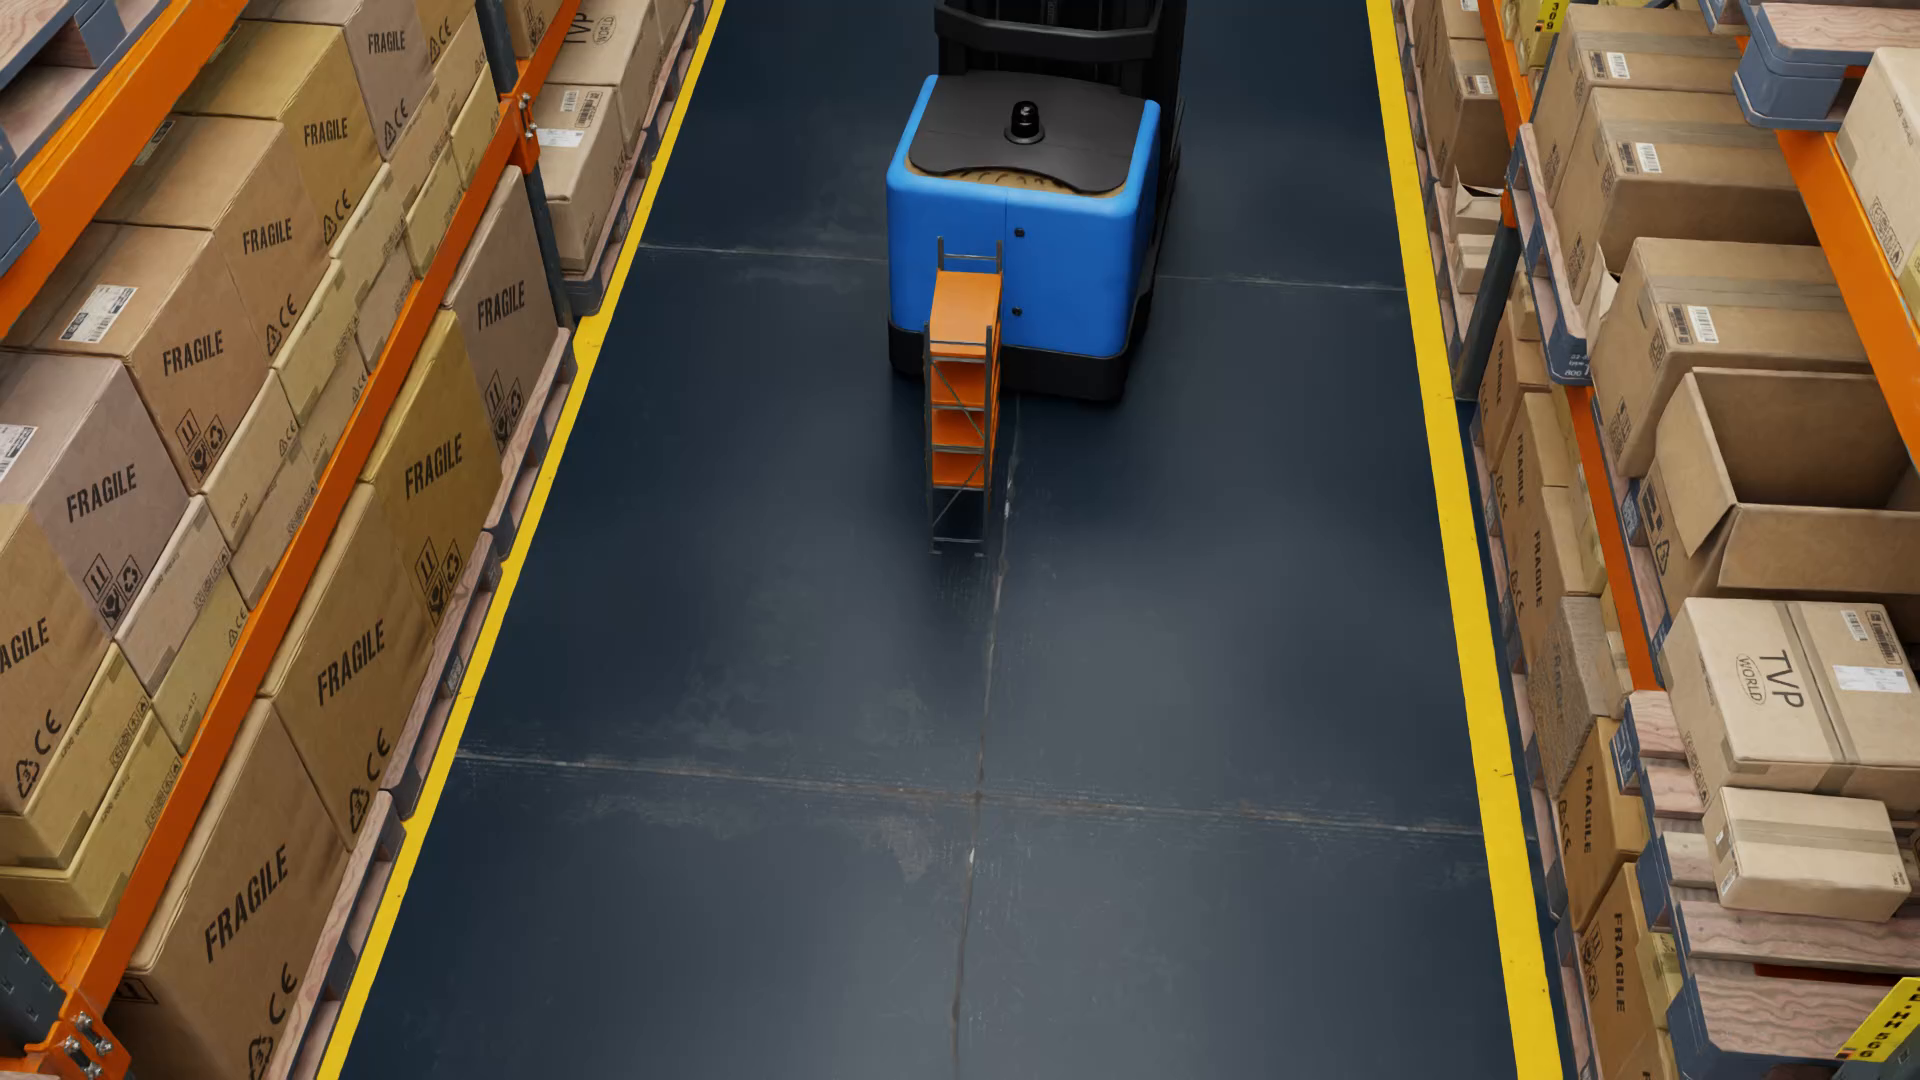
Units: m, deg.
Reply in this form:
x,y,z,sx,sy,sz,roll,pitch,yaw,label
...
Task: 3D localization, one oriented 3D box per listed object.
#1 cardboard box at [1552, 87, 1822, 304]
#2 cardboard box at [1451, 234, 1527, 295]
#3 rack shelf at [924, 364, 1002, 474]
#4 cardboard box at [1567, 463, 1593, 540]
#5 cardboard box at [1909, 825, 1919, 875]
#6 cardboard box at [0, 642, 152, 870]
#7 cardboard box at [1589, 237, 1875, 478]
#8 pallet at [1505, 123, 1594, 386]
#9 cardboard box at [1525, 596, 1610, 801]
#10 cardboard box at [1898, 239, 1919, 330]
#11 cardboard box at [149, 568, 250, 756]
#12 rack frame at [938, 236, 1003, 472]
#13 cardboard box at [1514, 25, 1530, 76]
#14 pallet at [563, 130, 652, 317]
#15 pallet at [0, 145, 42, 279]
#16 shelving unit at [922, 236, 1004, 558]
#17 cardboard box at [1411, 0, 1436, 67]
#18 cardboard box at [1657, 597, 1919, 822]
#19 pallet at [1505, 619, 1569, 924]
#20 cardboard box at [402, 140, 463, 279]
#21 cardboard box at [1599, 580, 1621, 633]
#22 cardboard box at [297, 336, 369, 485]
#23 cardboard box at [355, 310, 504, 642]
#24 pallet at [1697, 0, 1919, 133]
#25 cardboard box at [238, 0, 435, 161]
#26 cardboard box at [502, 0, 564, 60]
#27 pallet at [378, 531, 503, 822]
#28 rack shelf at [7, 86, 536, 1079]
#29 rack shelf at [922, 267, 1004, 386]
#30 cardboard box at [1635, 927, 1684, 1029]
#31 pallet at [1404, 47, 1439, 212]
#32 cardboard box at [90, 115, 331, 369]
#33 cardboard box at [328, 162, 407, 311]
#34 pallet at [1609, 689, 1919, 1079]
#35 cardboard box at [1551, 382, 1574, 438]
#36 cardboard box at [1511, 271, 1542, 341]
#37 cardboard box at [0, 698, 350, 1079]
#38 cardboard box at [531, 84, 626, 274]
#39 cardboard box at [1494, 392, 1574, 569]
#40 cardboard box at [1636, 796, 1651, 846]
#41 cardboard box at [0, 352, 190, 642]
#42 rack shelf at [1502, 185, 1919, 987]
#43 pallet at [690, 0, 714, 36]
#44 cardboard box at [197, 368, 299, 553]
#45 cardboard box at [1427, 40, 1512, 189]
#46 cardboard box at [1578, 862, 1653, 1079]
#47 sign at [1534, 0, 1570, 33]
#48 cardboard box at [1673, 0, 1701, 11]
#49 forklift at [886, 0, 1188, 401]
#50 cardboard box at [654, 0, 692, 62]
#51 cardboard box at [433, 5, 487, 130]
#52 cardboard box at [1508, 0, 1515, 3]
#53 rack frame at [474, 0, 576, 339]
x,y,z,sx,sy,sz,roll,pitch,yaw,label
2.363,-1.088,5.360,0.700,0.500,0.500,4,48,4,cardboard box
2.436,-1.242,7.501,0.380,0.149,0.250,3,48,2,cardboard box
0.015,-0.481,6.468,0.258,0.148,0.480,4,48,4,rack shelf
2.348,-0.123,5.800,0.380,0.149,0.250,4,48,3,cardboard box
2.515,0.763,3.667,0.500,0.500,0.500,6,48,5,cardboard box
-2.338,0.501,4.022,0.500,0.250,0.500,4,48,3,cardboard box
2.292,-0.511,4.832,0.700,0.500,0.500,4,48,3,cardboard box
2.496,-0.989,5.752,1.003,0.211,1.213,4,48,4,pallet
2.267,0.548,5.625,0.500,0.500,0.500,2,48,2,cardboard box
2.163,-0.419,3.169,0.500,0.250,0.500,4,48,4,cardboard box
-2.306,0.304,4.540,0.500,0.250,0.500,3,48,2,cardboard box
0.037,-0.706,6.583,0.240,1.200,0.015,4,48,4,rack frame
2.457,-1.993,6.710,0.380,0.149,0.250,5,48,5,cardboard box
-2.119,-1.577,8.049,1.003,0.211,1.213,4,48,4,pallet
-2.625,-0.450,3.224,1.213,0.211,1.003,6,48,5,pallet
0.015,-0.527,6.419,0.258,1.200,0.503,4,48,4,shelving unit
2.775,-2.802,8.689,0.700,0.500,0.500,6,48,5,cardboard box
2.087,0.418,4.152,0.500,0.250,0.500,2,48,2,cardboard box
2.532,0.807,5.869,1.003,0.211,1.213,4,48,4,pallet
-2.103,-1.193,5.910,0.500,0.250,0.500,3,48,3,cardboard box
2.327,0.259,5.450,0.380,0.149,0.250,4,48,4,cardboard box
-2.211,-0.444,5.225,0.500,0.250,0.500,4,48,4,cardboard box
-2.317,-0.264,6.114,0.875,0.875,0.875,5,48,5,cardboard box
2.457,-1.345,4.042,1.213,0.211,1.003,4,48,4,pallet
-2.097,-1.610,5.444,0.500,0.500,0.500,5,48,4,cardboard box
-1.963,-2.325,6.776,0.500,0.500,0.500,5,48,5,cardboard box
-2.370,0.448,6.197,1.003,0.211,1.213,4,48,4,pallet
-2.448,-0.252,5.435,1.077,0.370,4.000,4,48,4,rack shelf
0.015,-0.792,6.129,0.258,0.148,0.480,4,48,4,rack shelf
2.100,1.206,4.584,0.380,0.149,0.250,2,48,2,cardboard box
2.849,-2.096,8.524,1.003,0.211,1.213,4,48,4,pallet
-2.195,-0.857,4.756,0.500,0.500,0.500,5,48,4,cardboard box
-2.144,-0.993,5.389,0.500,0.250,0.500,5,48,4,cardboard box
2.305,0.868,4.053,1.213,0.211,1.003,4,48,4,pallet
2.419,-0.506,6.150,0.380,0.149,0.250,2,48,2,cardboard box
2.380,-0.905,6.514,0.380,0.149,0.250,6,48,5,cardboard box
-2.485,1.048,4.914,0.875,0.875,0.875,3,48,3,cardboard box
-2.102,-1.696,7.720,0.875,0.438,0.875,3,48,3,cardboard box
2.370,-0.199,6.309,0.500,0.500,0.500,3,48,3,cardboard box
2.237,0.825,4.933,0.380,0.149,0.250,5,48,5,cardboard box
-2.307,-0.107,4.070,0.500,0.500,0.500,4,48,4,cardboard box
2.495,0.079,5.132,1.077,0.370,4.000,4,48,4,rack shelf
-1.896,-3.370,9.689,1.003,0.211,1.213,4,48,4,pallet
-2.233,-0.244,4.703,0.500,0.250,0.500,4,48,3,cardboard box
2.680,-2.039,7.992,0.700,0.500,0.500,2,48,2,cardboard box
2.193,1.316,4.923,0.500,0.500,0.500,3,48,3,cardboard box
2.136,-1.956,5.920,0.100,0.325,0.005,4,48,4,sign
2.991,-2.029,6.473,0.500,0.250,0.500,3,48,3,cardboard box
0.496,-2.703,7.236,1.130,2.935,3.031,9,48,8,forklift
-1.937,-3.016,8.927,0.875,0.438,0.875,5,48,5,cardboard box
-2.064,-1.742,6.073,0.500,0.250,0.500,4,48,3,cardboard box
2.512,-2.443,6.852,0.500,0.250,0.500,4,48,4,cardboard box
-2.266,-1.964,6.514,1.000,3.000,0.127,4,48,4,rack frame
